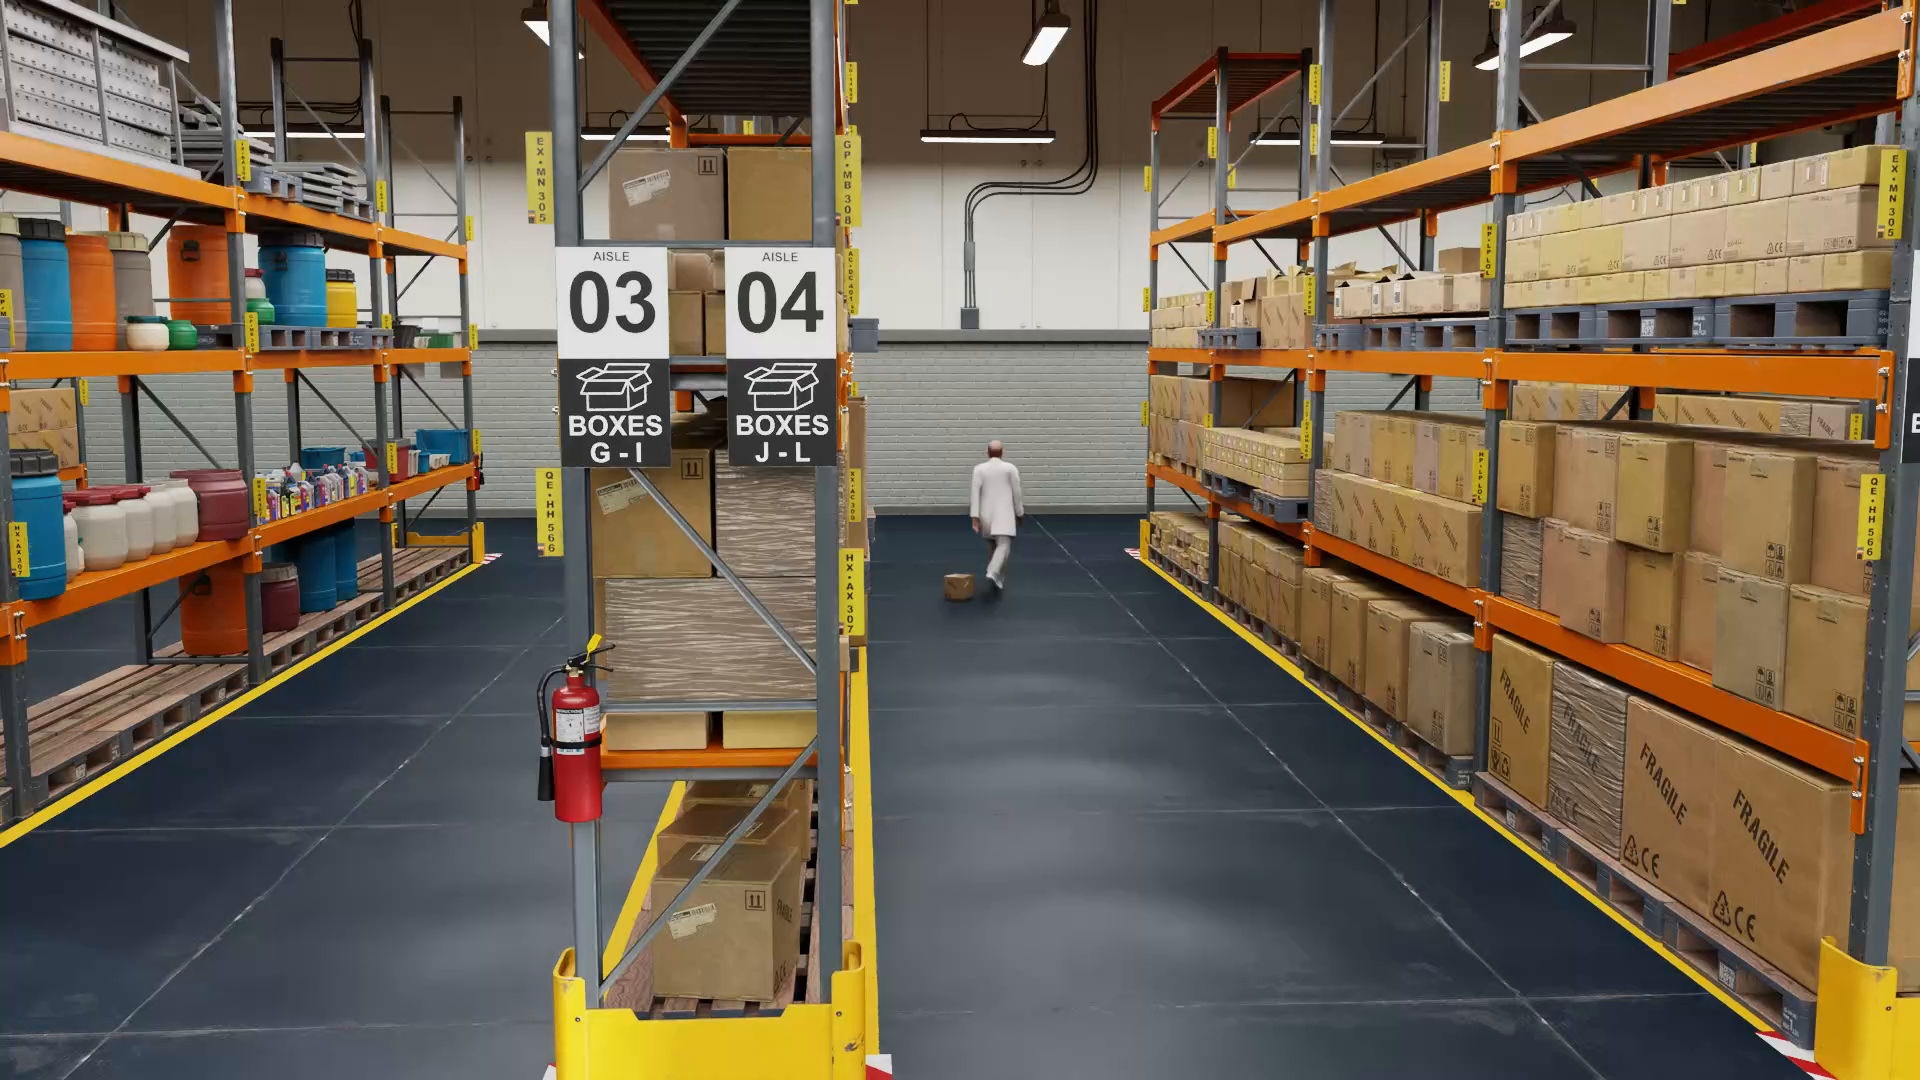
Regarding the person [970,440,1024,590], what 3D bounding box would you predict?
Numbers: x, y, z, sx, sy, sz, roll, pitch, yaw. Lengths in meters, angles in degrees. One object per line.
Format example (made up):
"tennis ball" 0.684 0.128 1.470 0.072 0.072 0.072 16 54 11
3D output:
"person" 0.412 -0.280 19.153 0.579 1.729 1.127 2 7 18
